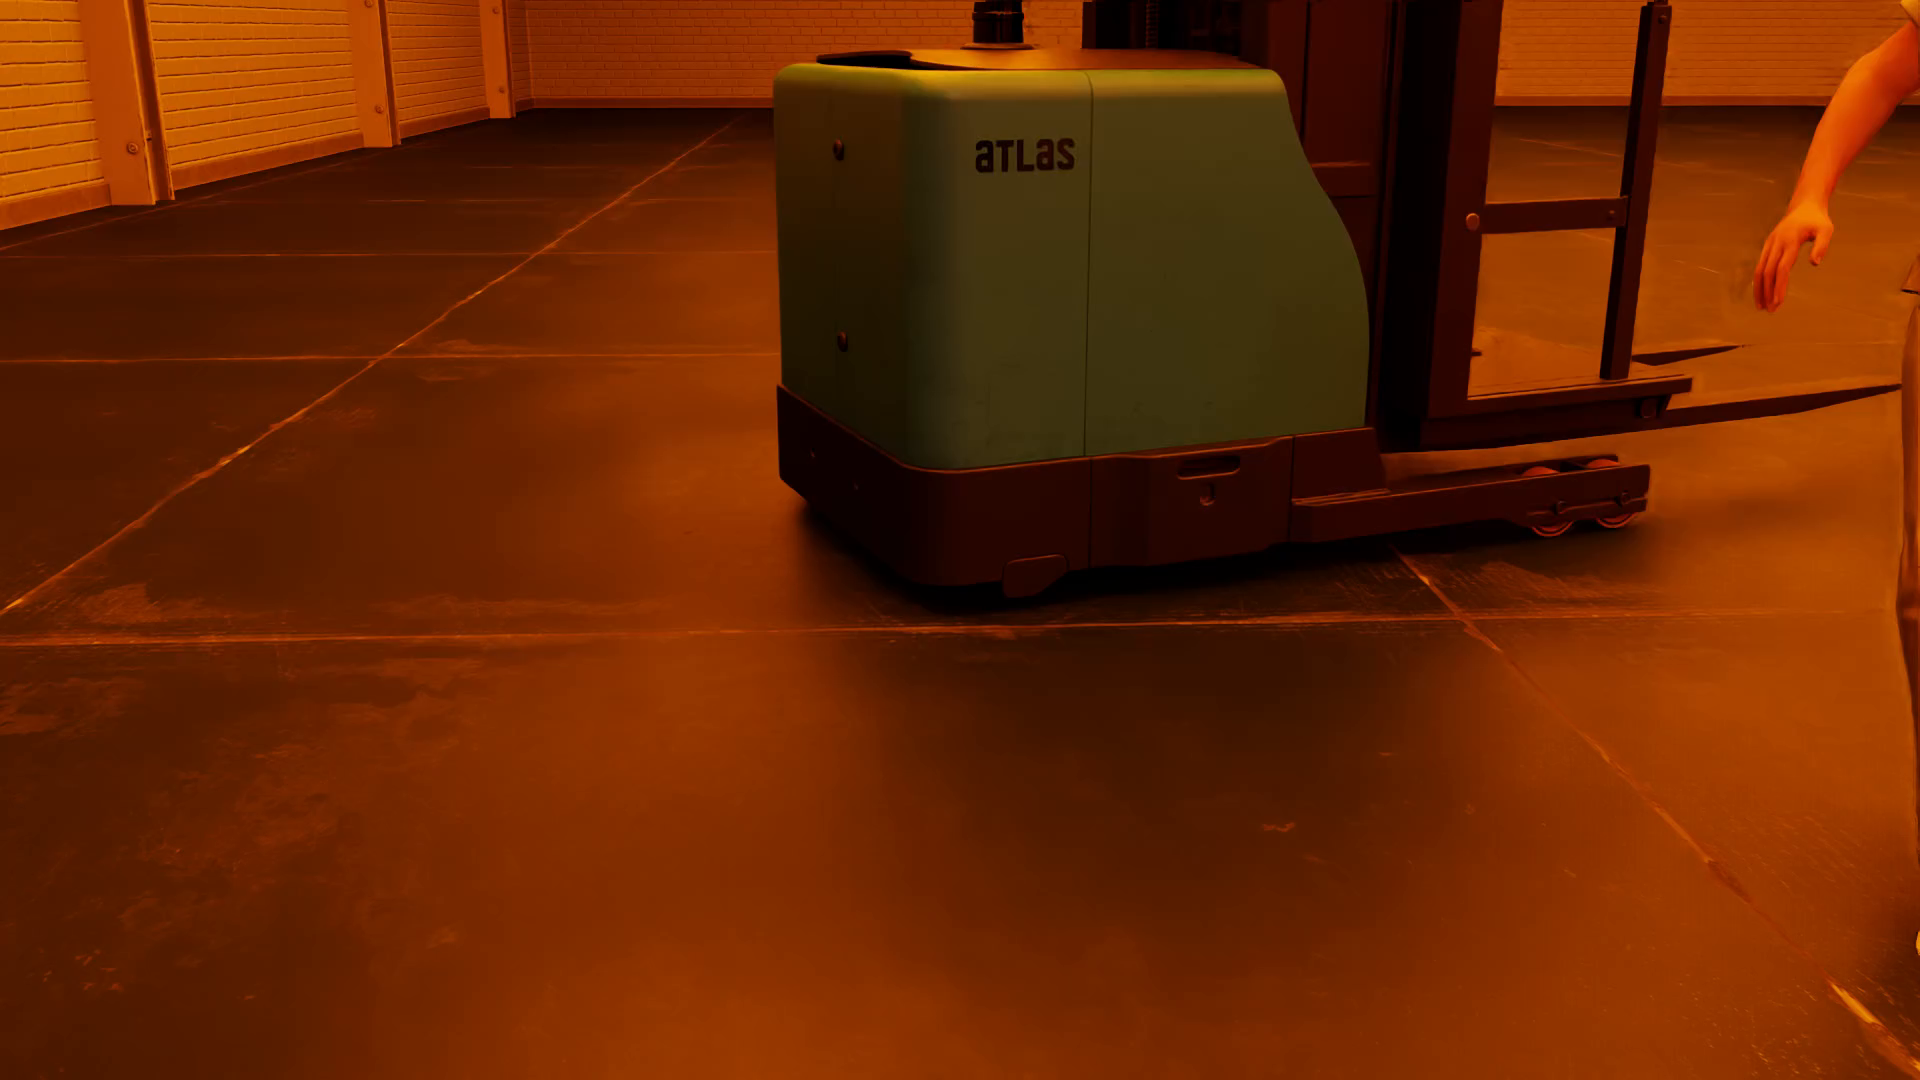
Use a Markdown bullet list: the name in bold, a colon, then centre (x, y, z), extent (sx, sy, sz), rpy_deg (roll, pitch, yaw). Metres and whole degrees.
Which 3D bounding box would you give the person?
- **person**: centre (1.359, -0.241, 2.025), extent (0.718, 1.570, 0.698), rpy_deg (11, 20, 31)

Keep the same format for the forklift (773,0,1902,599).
- **forklift**: centre (1.112, -1.542, 3.949), extent (3.031, 2.935, 1.130), rpy_deg (-7, 18, -22)
